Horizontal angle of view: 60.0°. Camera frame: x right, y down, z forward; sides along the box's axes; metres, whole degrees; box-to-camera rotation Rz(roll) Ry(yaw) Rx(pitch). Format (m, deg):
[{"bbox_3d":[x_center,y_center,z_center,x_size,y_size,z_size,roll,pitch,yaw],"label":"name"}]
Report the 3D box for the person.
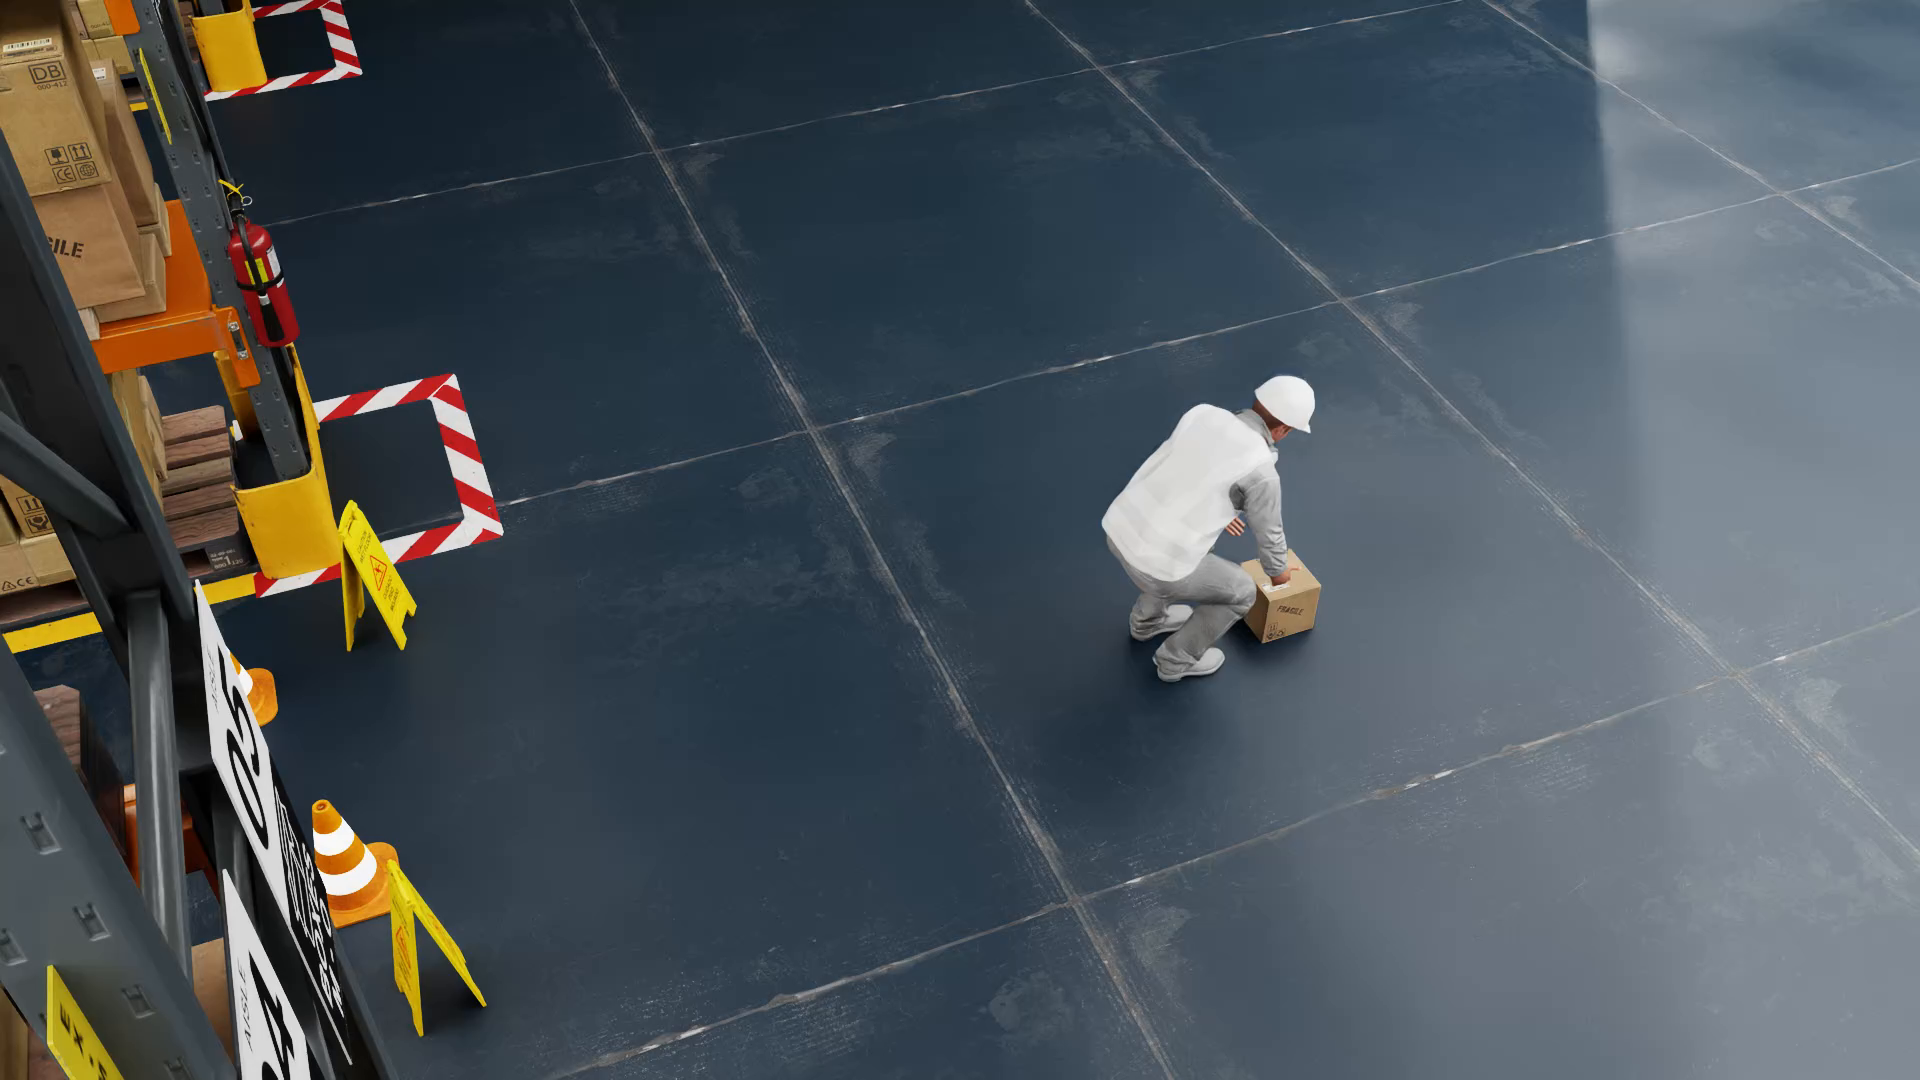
[{"bbox_3d":[0.969,-0.061,6.613,0.842,1.240,0.578,-15,44,-17],"label":"person"}]
